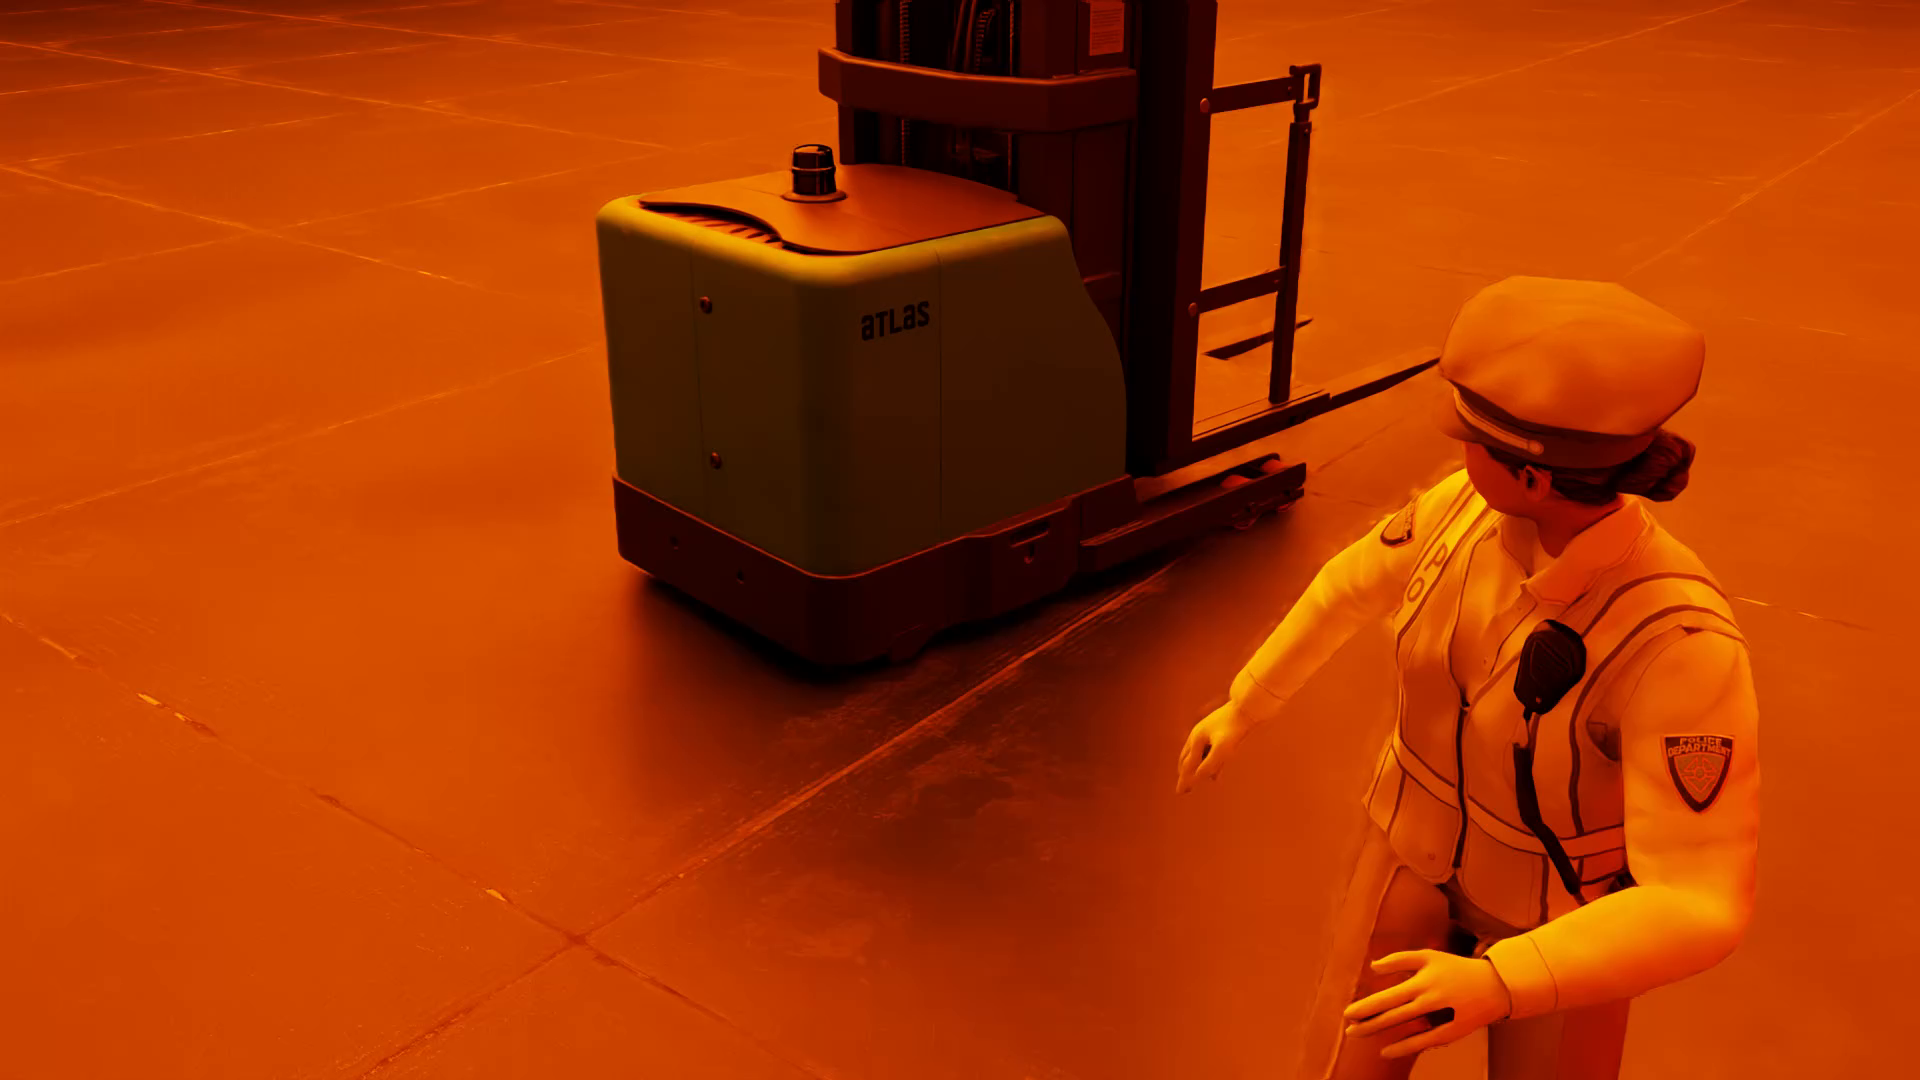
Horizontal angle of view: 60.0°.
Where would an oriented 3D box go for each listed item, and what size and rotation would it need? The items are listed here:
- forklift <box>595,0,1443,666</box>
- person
[{"bbox_3d":[0.445,-1.511,4.814,3.031,2.935,1.130,-20,31,-39],"label":"forklift"},{"bbox_3d":[0.556,0.444,2.057,0.797,1.552,0.814,-21,31,-40],"label":"person"}]
